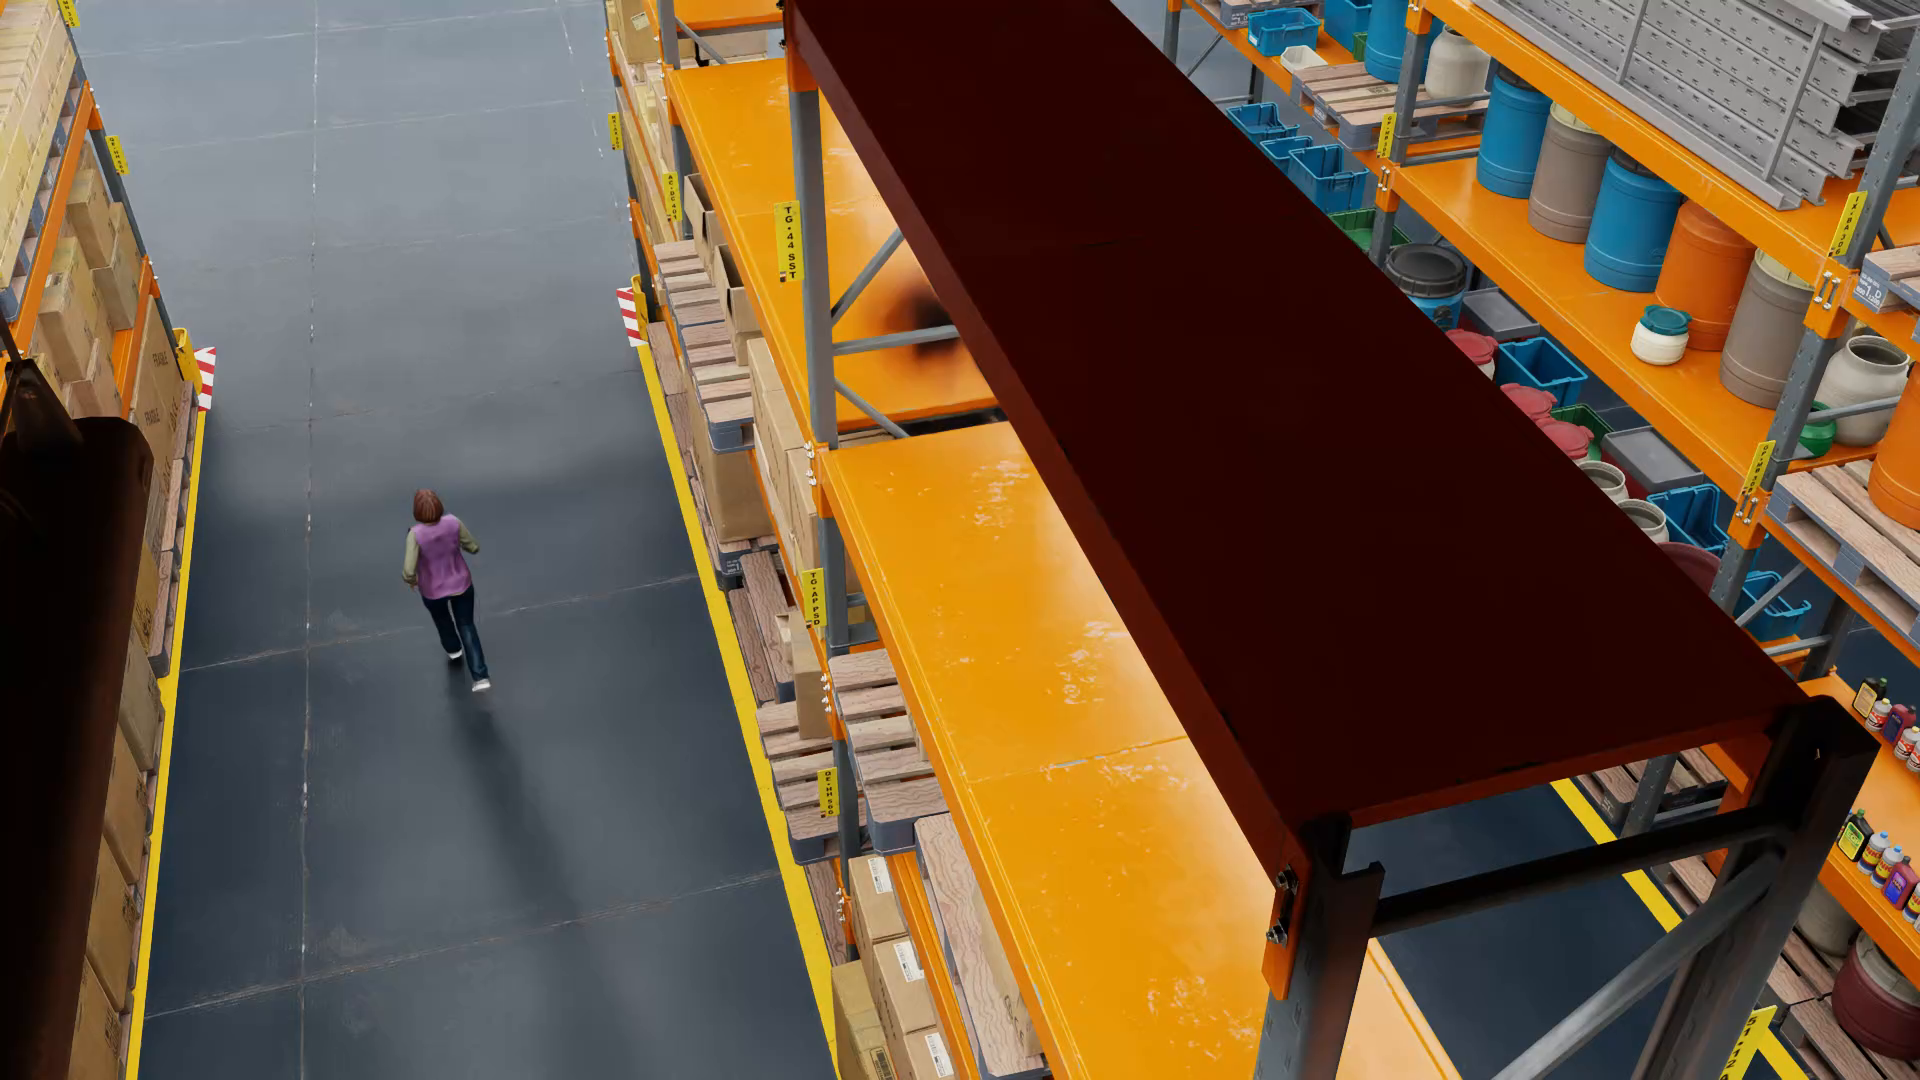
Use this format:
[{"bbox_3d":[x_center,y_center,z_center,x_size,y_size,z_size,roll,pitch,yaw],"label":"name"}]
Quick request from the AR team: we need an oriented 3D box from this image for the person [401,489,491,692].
[{"bbox_3d":[-3.418,0.340,11.100,0.538,1.605,0.877,-18,42,-21],"label":"person"}]
